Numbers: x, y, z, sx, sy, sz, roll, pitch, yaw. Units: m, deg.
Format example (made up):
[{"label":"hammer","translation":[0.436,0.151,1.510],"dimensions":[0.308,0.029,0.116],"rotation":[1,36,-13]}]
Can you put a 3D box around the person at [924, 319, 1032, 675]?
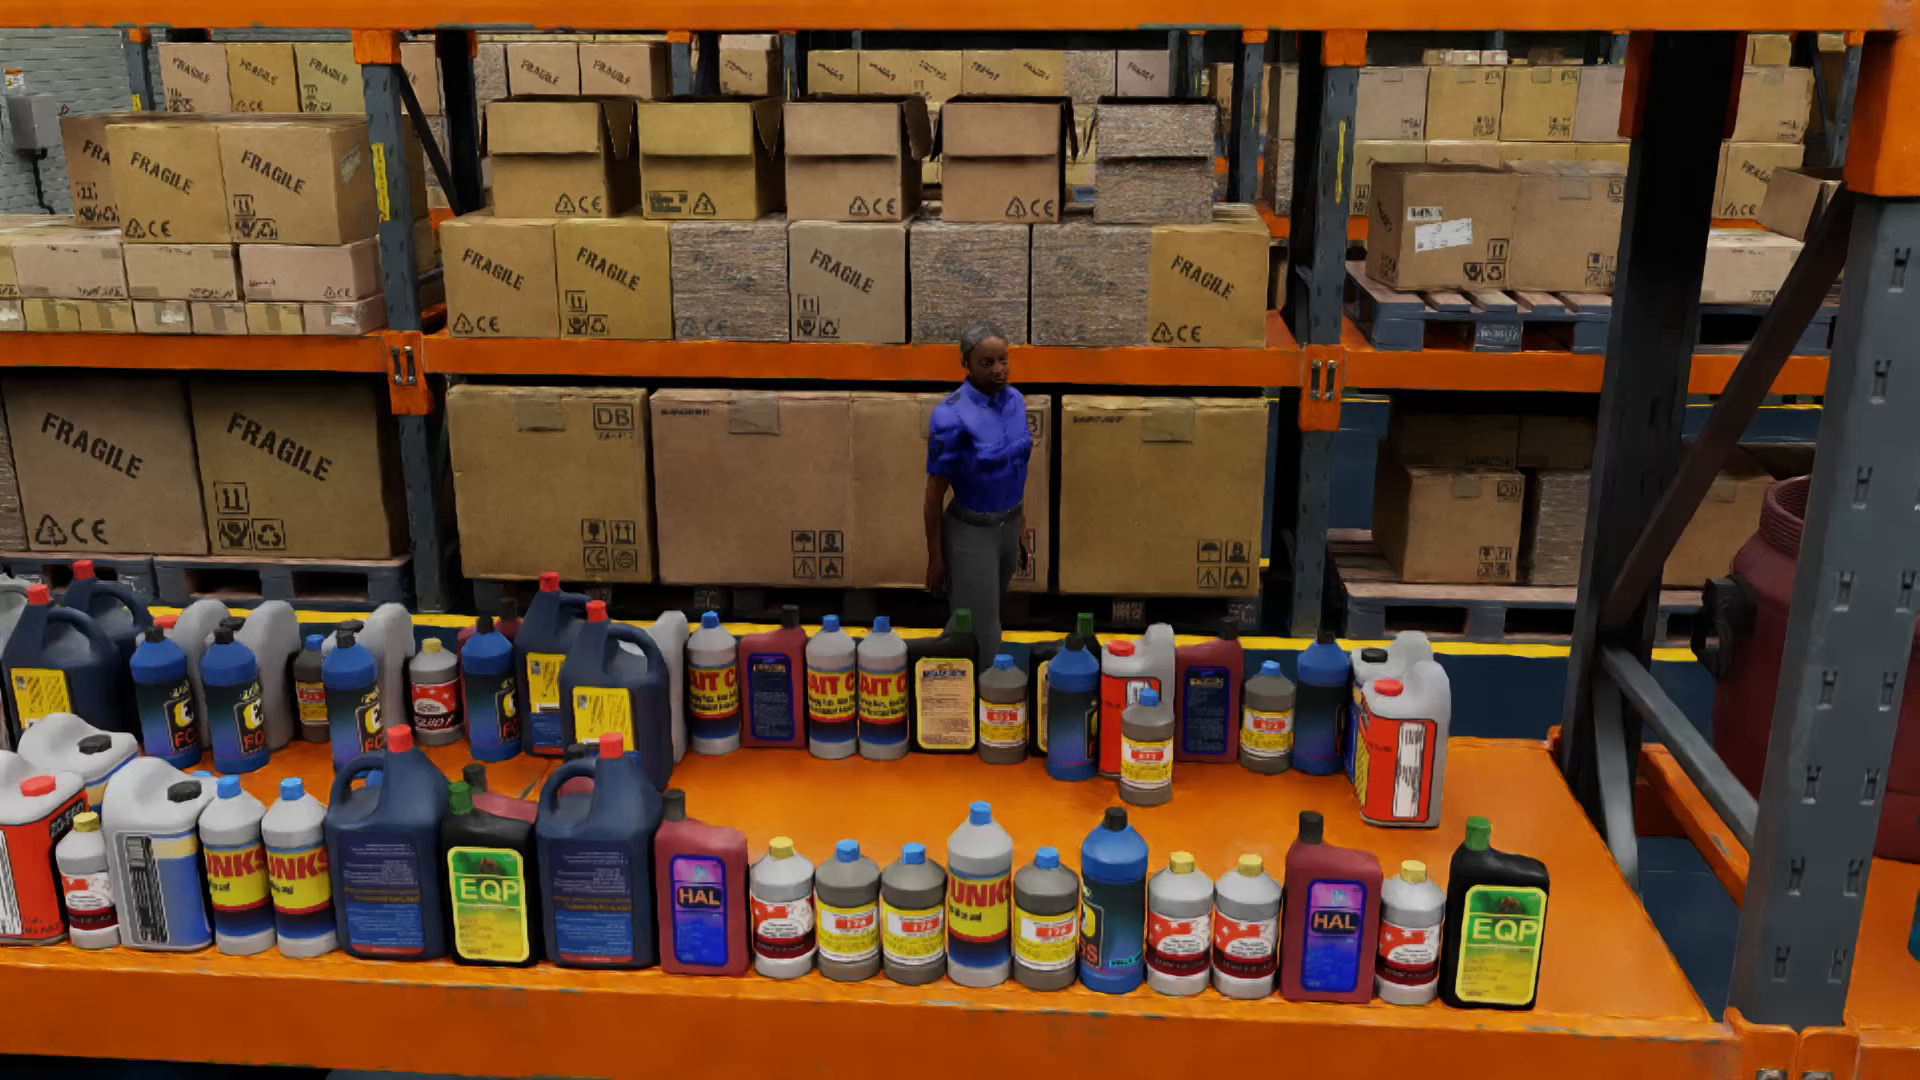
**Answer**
[{"label":"person","translation":[0.061,0.001,6.060],"dimensions":[0.568,1.651,0.486],"rotation":[13,22,36]}]
